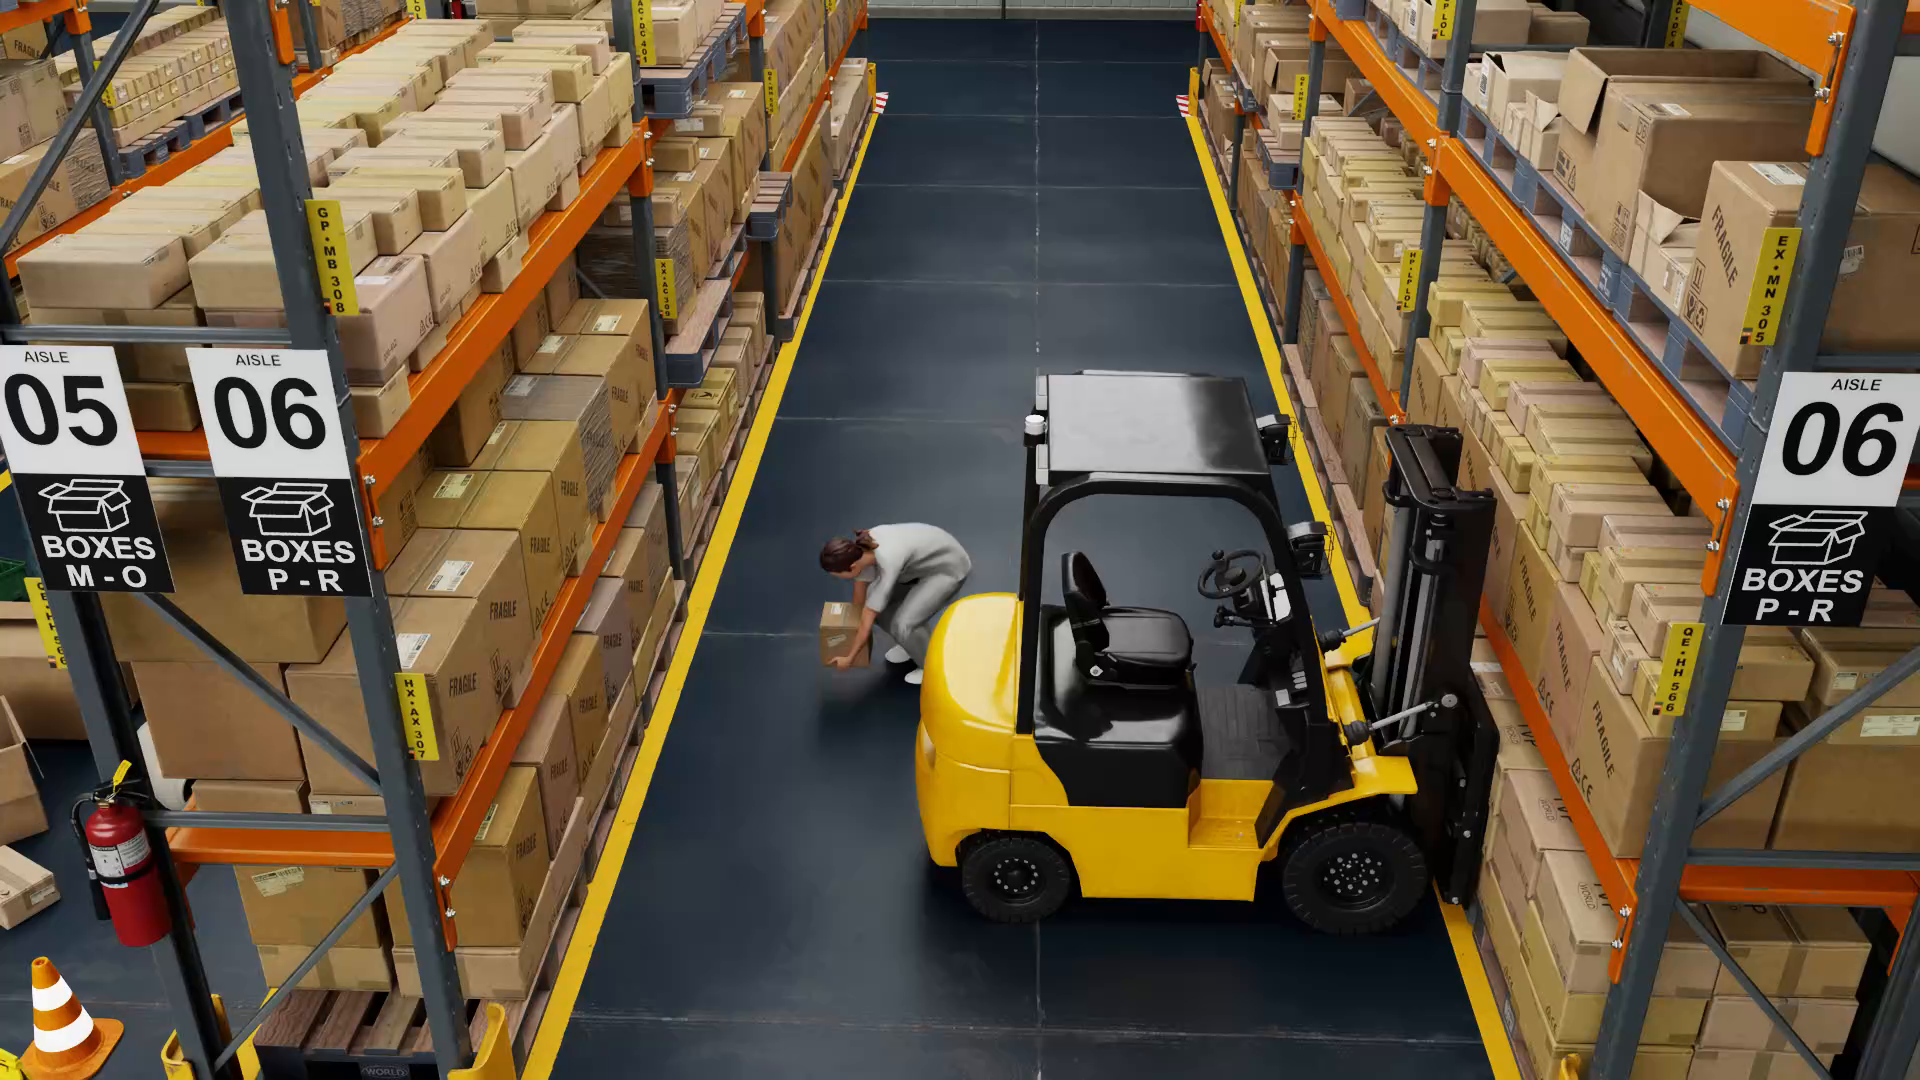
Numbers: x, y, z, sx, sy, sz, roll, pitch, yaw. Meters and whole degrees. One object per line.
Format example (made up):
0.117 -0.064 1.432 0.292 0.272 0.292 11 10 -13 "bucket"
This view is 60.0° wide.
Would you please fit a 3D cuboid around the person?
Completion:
-0.349 0.311 8.817 0.852 0.946 0.474 -15 31 -25 "person"
